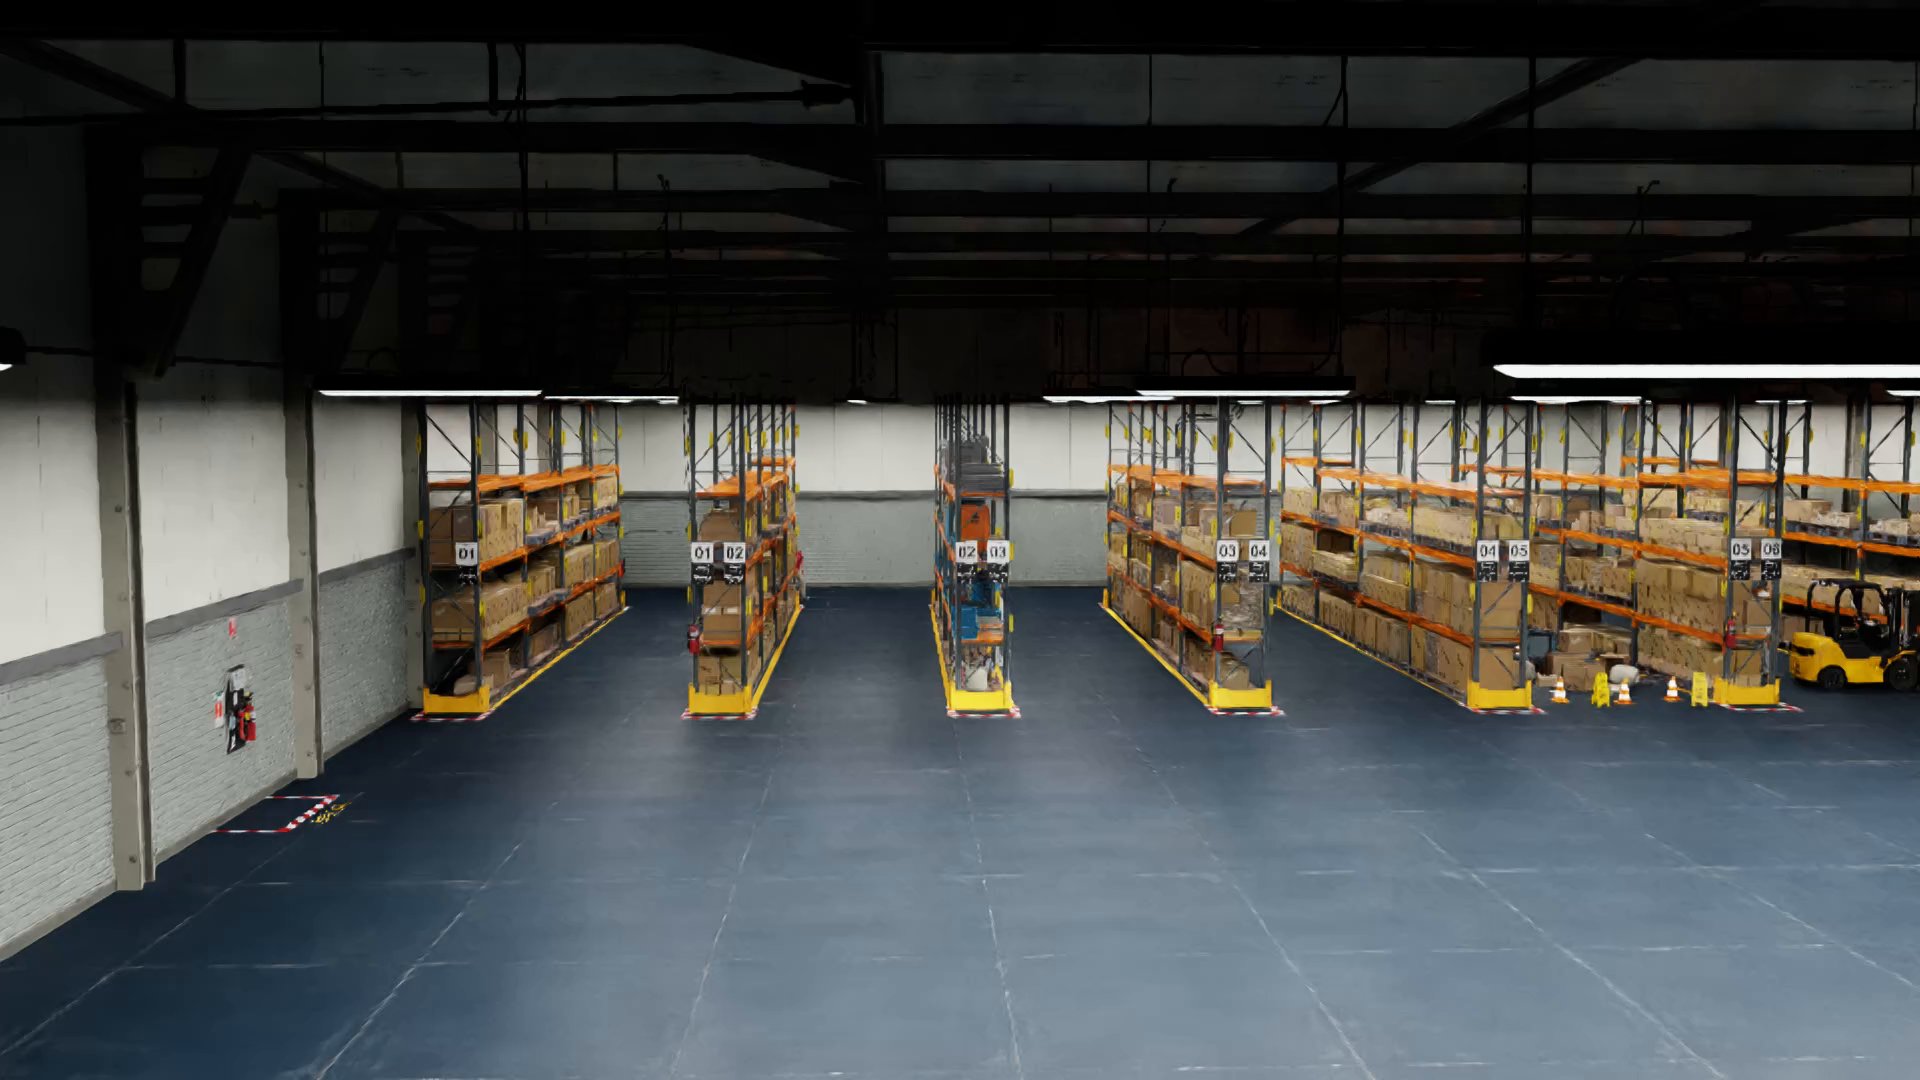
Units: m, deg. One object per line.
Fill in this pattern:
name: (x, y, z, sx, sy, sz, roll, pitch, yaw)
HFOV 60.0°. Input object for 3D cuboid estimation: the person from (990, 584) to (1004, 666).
person: (0.868, 1.862, 36.895, 0.526, 1.785, 0.648, -2, 5, -19)

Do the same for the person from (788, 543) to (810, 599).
person: (-4.920, 0.920, 49.521, 0.693, 1.671, 0.788, -2, 5, -23)

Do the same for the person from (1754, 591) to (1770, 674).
person: (17.159, 1.968, 35.685, 0.502, 1.764, 0.624, 2, 5, 26)
